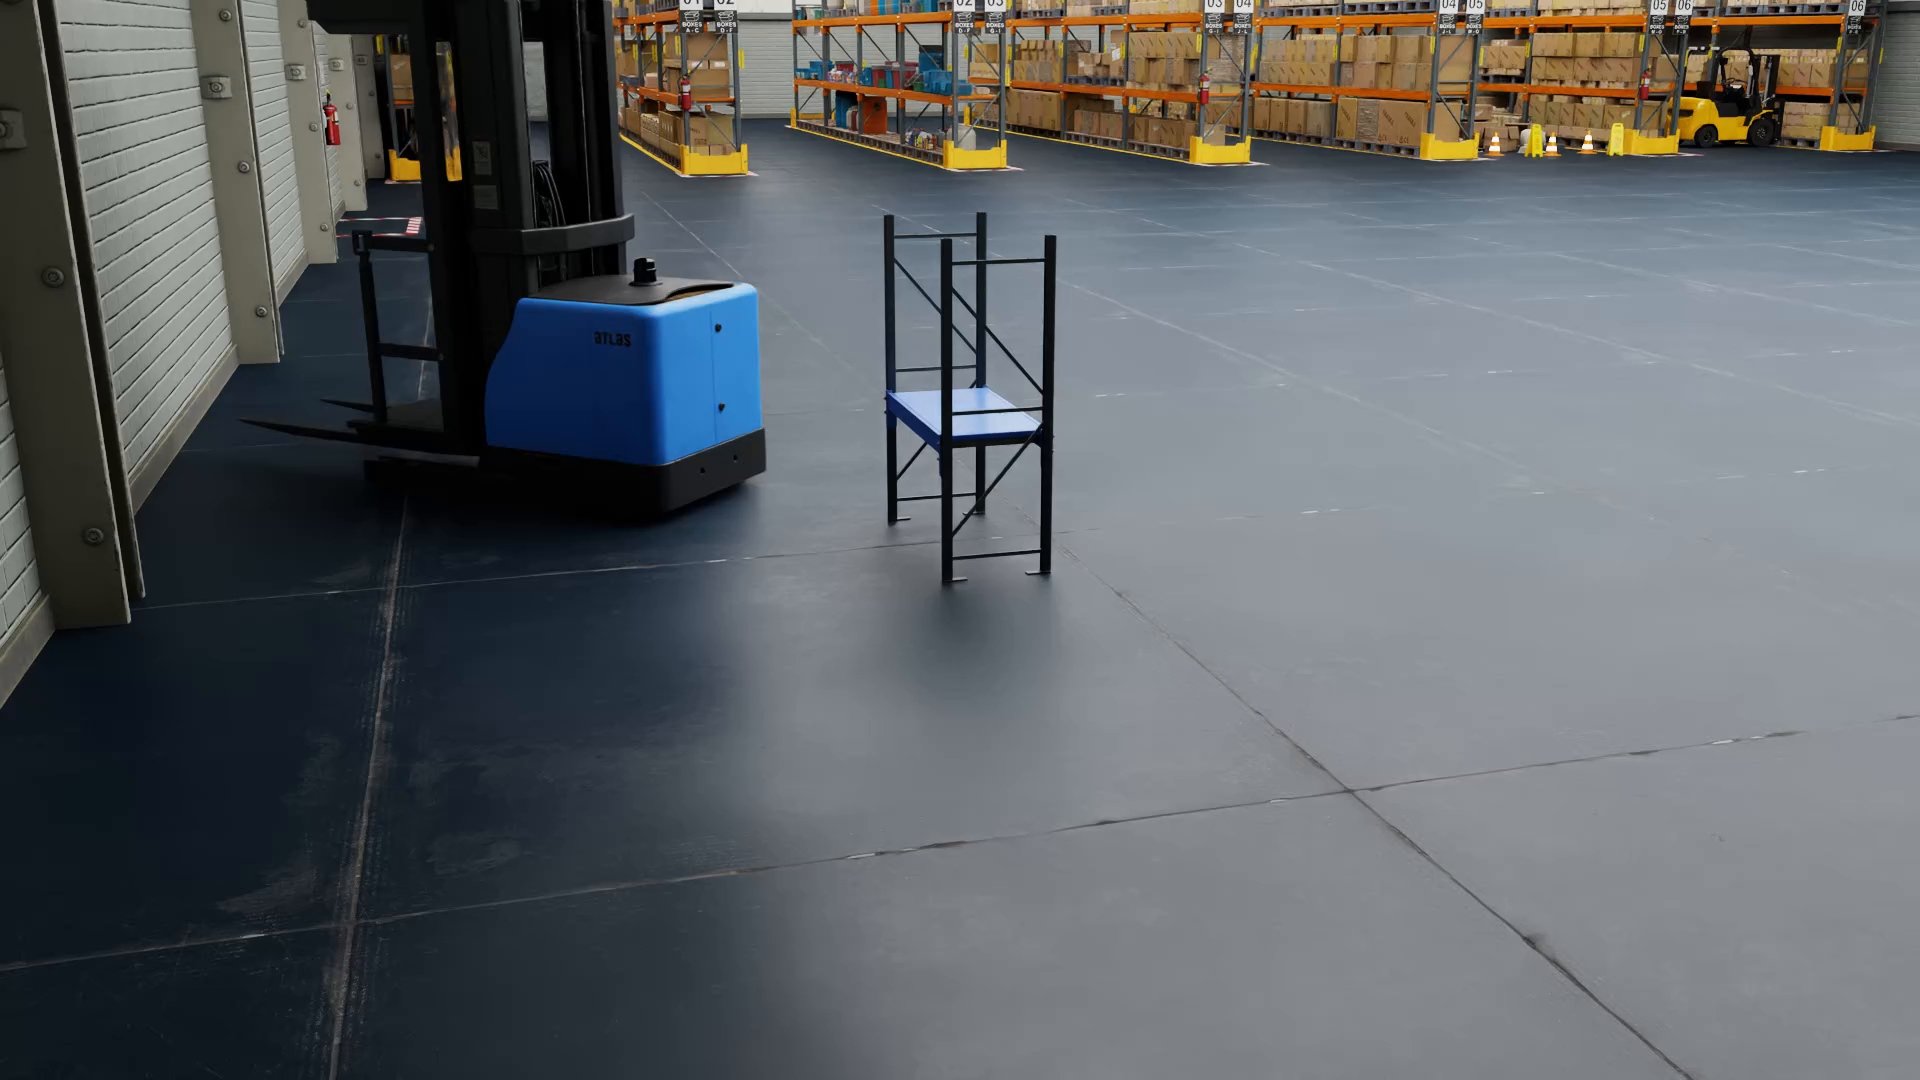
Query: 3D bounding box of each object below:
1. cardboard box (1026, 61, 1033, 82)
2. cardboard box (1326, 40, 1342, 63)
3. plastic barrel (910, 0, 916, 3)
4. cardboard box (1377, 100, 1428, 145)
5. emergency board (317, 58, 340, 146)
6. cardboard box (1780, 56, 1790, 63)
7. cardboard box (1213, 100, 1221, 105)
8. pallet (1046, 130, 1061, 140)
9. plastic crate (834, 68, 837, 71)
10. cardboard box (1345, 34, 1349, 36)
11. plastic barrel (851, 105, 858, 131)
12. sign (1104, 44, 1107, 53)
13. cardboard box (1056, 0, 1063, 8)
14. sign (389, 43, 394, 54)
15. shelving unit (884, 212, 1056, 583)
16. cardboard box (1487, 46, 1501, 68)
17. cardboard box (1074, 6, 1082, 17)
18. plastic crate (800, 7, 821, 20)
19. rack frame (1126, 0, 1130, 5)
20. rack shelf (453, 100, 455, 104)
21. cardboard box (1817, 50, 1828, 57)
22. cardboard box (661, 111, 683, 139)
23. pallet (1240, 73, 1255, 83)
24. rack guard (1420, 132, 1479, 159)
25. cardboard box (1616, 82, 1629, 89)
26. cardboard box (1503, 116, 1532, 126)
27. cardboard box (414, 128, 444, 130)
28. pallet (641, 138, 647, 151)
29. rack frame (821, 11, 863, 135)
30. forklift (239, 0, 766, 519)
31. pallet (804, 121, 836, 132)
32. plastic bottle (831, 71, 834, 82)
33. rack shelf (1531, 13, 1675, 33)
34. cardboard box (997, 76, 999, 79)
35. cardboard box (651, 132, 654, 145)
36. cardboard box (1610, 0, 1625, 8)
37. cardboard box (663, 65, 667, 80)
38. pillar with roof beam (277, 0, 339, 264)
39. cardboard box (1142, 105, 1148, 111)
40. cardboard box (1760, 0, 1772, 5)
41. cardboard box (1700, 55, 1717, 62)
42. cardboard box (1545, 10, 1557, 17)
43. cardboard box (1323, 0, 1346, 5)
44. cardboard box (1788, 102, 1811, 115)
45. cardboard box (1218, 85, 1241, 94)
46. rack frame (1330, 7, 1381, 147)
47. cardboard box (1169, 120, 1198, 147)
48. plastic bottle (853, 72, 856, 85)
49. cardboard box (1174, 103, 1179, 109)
[{"bbox_3d":[1.972,-11.767,41.739,0.500,0.500,0.500,-5,17,-17],"label":"cardboard box"},{"bbox_3d":[8.663,-10.959,37.310,0.700,0.500,0.500,-5,17,-16],"label":"cardboard box"},{"bbox_3d":[-0.824,-11.096,33.540,0.421,0.512,0.421,0,17,0],"label":"plastic barrel"},{"bbox_3d":[9.411,-8.798,34.991,0.875,0.875,0.875,-5,17,-16],"label":"cardboard box"},{"bbox_3d":[-7.913,-5.429,20.811,0.194,1.169,0.643,-5,17,-15],"label":"emergency board"},{"bbox_3d":[18.667,-10.787,37.347,0.380,0.149,0.250,-5,17,-15],"label":"cardboard box"},{"bbox_3d":[6.841,-11.358,42.860,0.500,0.250,0.500,-4,17,-13],"label":"cardboard box"},{"bbox_3d":[2.765,-9.926,40.630,1.003,0.211,1.213,-5,17,-15],"label":"pallet"},{"bbox_3d":[-3.195,-12.161,43.326,0.437,0.282,0.530,-5,17,-15],"label":"plastic crate"},{"bbox_3d":[10.921,-13.976,46.227,0.380,0.149,0.250,-5,17,-15],"label":"cardboard box"},{"bbox_3d":[-2.314,-10.139,39.952,0.600,0.588,0.708,-5,17,-15],"label":"plastic barrel"},{"bbox_3d":[3.429,-11.600,39.479,0.100,0.325,0.005,-5,17,-15],"label":"sign"},{"bbox_3d":[2.672,-12.888,39.519,0.797,0.503,0.637,-4,17,-12],"label":"cardboard box"},{"bbox_3d":[-10.812,-9.266,31.573,0.100,0.325,0.005,-5,17,-15],"label":"sign"},{"bbox_3d":[0.023,-0.695,7.658,0.538,1.500,1.048,-5,17,-15],"label":"shelving unit"},{"bbox_3d":[12.916,-11.496,39.588,0.500,0.500,0.500,-4,17,-13],"label":"cardboard box"},{"bbox_3d":[2.934,-12.110,38.101,0.500,0.250,0.500,-4,17,-14],"label":"cardboard box"},{"bbox_3d":[-3.896,-13.821,43.644,0.504,0.338,0.767,-5,17,-15],"label":"plastic crate"},{"bbox_3d":[4.009,-12.804,34.937,1.000,3.000,0.127,-5,17,-15],"label":"rack frame"},{"bbox_3d":[-10.829,-8.965,33.834,1.077,0.370,4.000,-5,17,-15],"label":"rack shelf"},{"bbox_3d":[19.009,-10.651,36.377,0.380,0.149,0.250,-5,17,-15],"label":"cardboard box"},{"bbox_3d":[-5.546,-8.102,32.455,0.500,0.500,0.500,-5,17,-15],"label":"cardboard box"},{"bbox_3d":[7.408,-11.499,41.351,1.213,0.211,1.003,-5,17,-15],"label":"pallet"},{"bbox_3d":[9.911,-7.985,33.666,1.175,0.500,0.348,-5,17,-15],"label":"rack guard"},{"bbox_3d":[14.152,-9.636,35.253,0.380,0.149,0.250,-5,17,-16],"label":"cardboard box"},{"bbox_3d":[13.391,-9.802,39.208,0.950,0.372,0.625,-4,17,-15],"label":"cardboard box"},{"bbox_3d":[-9.956,-7.486,31.240,0.500,0.500,0.500,-6,18,-19],"label":"cardboard box"},{"bbox_3d":[-6.428,-8.689,36.512,1.003,0.211,1.213,-5,17,-15],"label":"pallet"},{"bbox_3d":[-2.952,-11.752,41.863,1.000,3.000,0.127,-5,17,-15],"label":"rack frame"},{"bbox_3d":[-2.600,-1.777,8.773,3.031,2.935,1.130,8,18,24],"label":"forklift"},{"bbox_3d":[-3.530,-10.955,44.056,1.003,0.211,1.213,-5,17,-15],"label":"pallet"},{"bbox_3d":[-3.091,-11.434,41.017,0.152,0.276,0.135,-5,17,-15],"label":"plastic bottle"},{"bbox_3d":[14.087,-11.253,36.238,1.077,0.370,4.000,-5,17,-15],"label":"rack shelf"},{"bbox_3d":[1.199,-12.295,44.107,0.380,0.149,0.250,-4,17,-14],"label":"cardboard box"},{"bbox_3d":[-6.188,-8.407,34.774,0.500,0.250,0.500,-4,17,-14],"label":"cardboard box"},{"bbox_3d":[14.112,-11.376,35.139,0.500,0.250,0.500,-5,17,-16],"label":"cardboard box"},{"bbox_3d":[-5.857,-9.556,34.378,0.500,0.500,0.500,-3,17,-11],"label":"cardboard box"},{"bbox_3d":[-2.767,-7.669,17.842,9.100,9.000,0.400,-5,17,-15],"label":"pillar with roof beam"},{"bbox_3d":[5.426,-12.347,47.552,0.380,0.149,0.250,-5,17,-16],"label":"cardboard box"},{"bbox_3d":[18.425,-12.295,37.784,0.396,0.266,0.258,-5,17,-17],"label":"cardboard box"},{"bbox_3d":[18.001,-11.544,39.866,0.380,0.149,0.250,-4,17,-13],"label":"cardboard box"},{"bbox_3d":[13.403,-11.848,37.404,0.380,0.149,0.250,-5,17,-15],"label":"cardboard box"},{"bbox_3d":[8.457,-12.092,37.136,0.500,0.250,0.500,-5,17,-15],"label":"cardboard box"},{"bbox_3d":[18.835,-9.608,37.036,0.500,0.250,0.500,-4,17,-14],"label":"cardboard box"},{"bbox_3d":[5.259,-8.802,32.478,0.380,0.149,0.250,-5,17,-15],"label":"cardboard box"},{"bbox_3d":[8.805,-10.295,37.012,1.000,3.000,0.127,-5,17,-15],"label":"rack frame"},{"bbox_3d":[4.601,-8.340,34.118,0.500,0.500,0.500,-3,17,-10],"label":"cardboard box"},{"bbox_3d":[-2.438,-10.732,38.669,0.061,0.283,0.133,-5,17,-15],"label":"plastic bottle"},{"bbox_3d":[6.075,-11.843,45.354,0.380,0.149,0.250,-5,17,-16],"label":"cardboard box"}]
